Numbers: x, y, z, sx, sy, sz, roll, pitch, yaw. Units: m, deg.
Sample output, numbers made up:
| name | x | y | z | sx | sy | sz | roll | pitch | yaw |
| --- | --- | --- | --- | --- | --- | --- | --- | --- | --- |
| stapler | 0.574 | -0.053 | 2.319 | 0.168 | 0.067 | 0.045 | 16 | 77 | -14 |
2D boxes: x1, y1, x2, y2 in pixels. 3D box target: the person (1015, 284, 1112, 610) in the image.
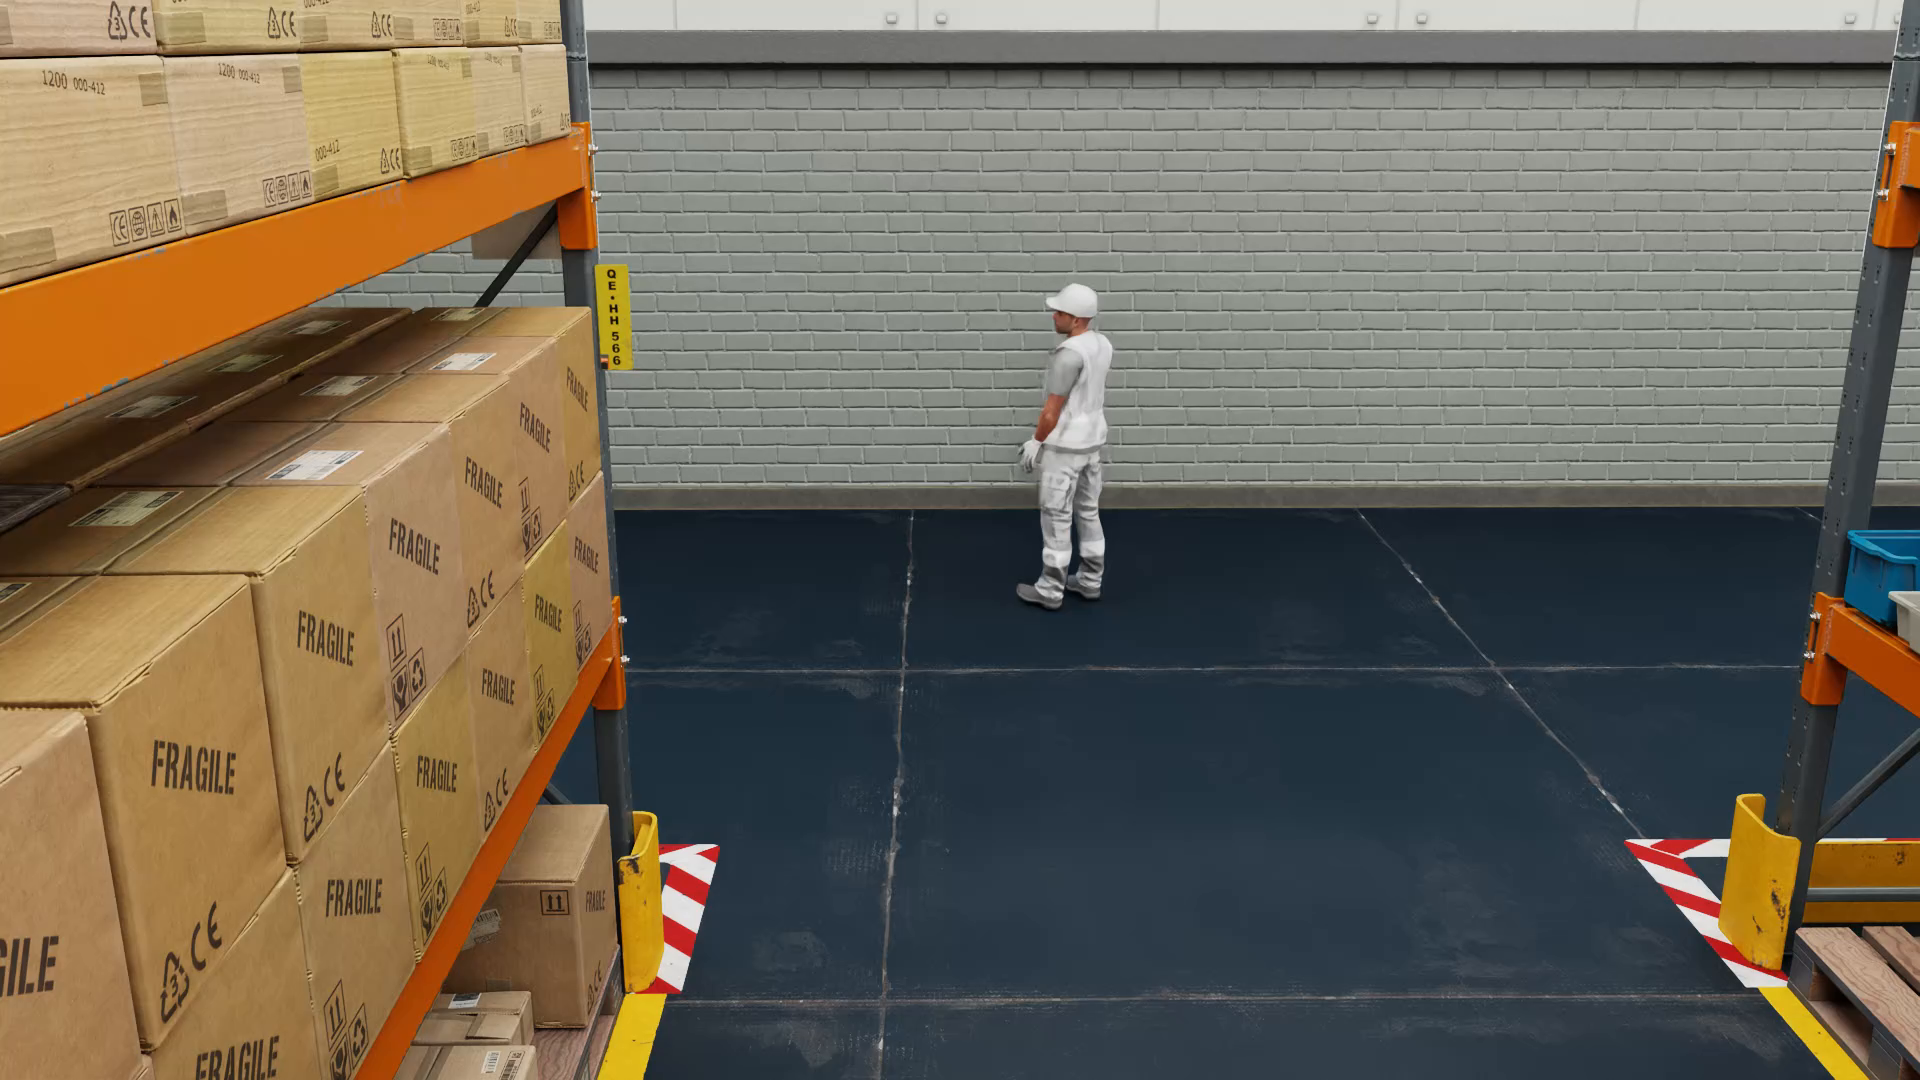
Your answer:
| name | x | y | z | sx | sy | sz | roll | pitch | yaw |
| --- | --- | --- | --- | --- | --- | --- | --- | --- | --- |
| person | 0.573 | -0.520 | 9.123 | 0.465 | 1.797 | 0.578 | 11 | 20 | 31 |
